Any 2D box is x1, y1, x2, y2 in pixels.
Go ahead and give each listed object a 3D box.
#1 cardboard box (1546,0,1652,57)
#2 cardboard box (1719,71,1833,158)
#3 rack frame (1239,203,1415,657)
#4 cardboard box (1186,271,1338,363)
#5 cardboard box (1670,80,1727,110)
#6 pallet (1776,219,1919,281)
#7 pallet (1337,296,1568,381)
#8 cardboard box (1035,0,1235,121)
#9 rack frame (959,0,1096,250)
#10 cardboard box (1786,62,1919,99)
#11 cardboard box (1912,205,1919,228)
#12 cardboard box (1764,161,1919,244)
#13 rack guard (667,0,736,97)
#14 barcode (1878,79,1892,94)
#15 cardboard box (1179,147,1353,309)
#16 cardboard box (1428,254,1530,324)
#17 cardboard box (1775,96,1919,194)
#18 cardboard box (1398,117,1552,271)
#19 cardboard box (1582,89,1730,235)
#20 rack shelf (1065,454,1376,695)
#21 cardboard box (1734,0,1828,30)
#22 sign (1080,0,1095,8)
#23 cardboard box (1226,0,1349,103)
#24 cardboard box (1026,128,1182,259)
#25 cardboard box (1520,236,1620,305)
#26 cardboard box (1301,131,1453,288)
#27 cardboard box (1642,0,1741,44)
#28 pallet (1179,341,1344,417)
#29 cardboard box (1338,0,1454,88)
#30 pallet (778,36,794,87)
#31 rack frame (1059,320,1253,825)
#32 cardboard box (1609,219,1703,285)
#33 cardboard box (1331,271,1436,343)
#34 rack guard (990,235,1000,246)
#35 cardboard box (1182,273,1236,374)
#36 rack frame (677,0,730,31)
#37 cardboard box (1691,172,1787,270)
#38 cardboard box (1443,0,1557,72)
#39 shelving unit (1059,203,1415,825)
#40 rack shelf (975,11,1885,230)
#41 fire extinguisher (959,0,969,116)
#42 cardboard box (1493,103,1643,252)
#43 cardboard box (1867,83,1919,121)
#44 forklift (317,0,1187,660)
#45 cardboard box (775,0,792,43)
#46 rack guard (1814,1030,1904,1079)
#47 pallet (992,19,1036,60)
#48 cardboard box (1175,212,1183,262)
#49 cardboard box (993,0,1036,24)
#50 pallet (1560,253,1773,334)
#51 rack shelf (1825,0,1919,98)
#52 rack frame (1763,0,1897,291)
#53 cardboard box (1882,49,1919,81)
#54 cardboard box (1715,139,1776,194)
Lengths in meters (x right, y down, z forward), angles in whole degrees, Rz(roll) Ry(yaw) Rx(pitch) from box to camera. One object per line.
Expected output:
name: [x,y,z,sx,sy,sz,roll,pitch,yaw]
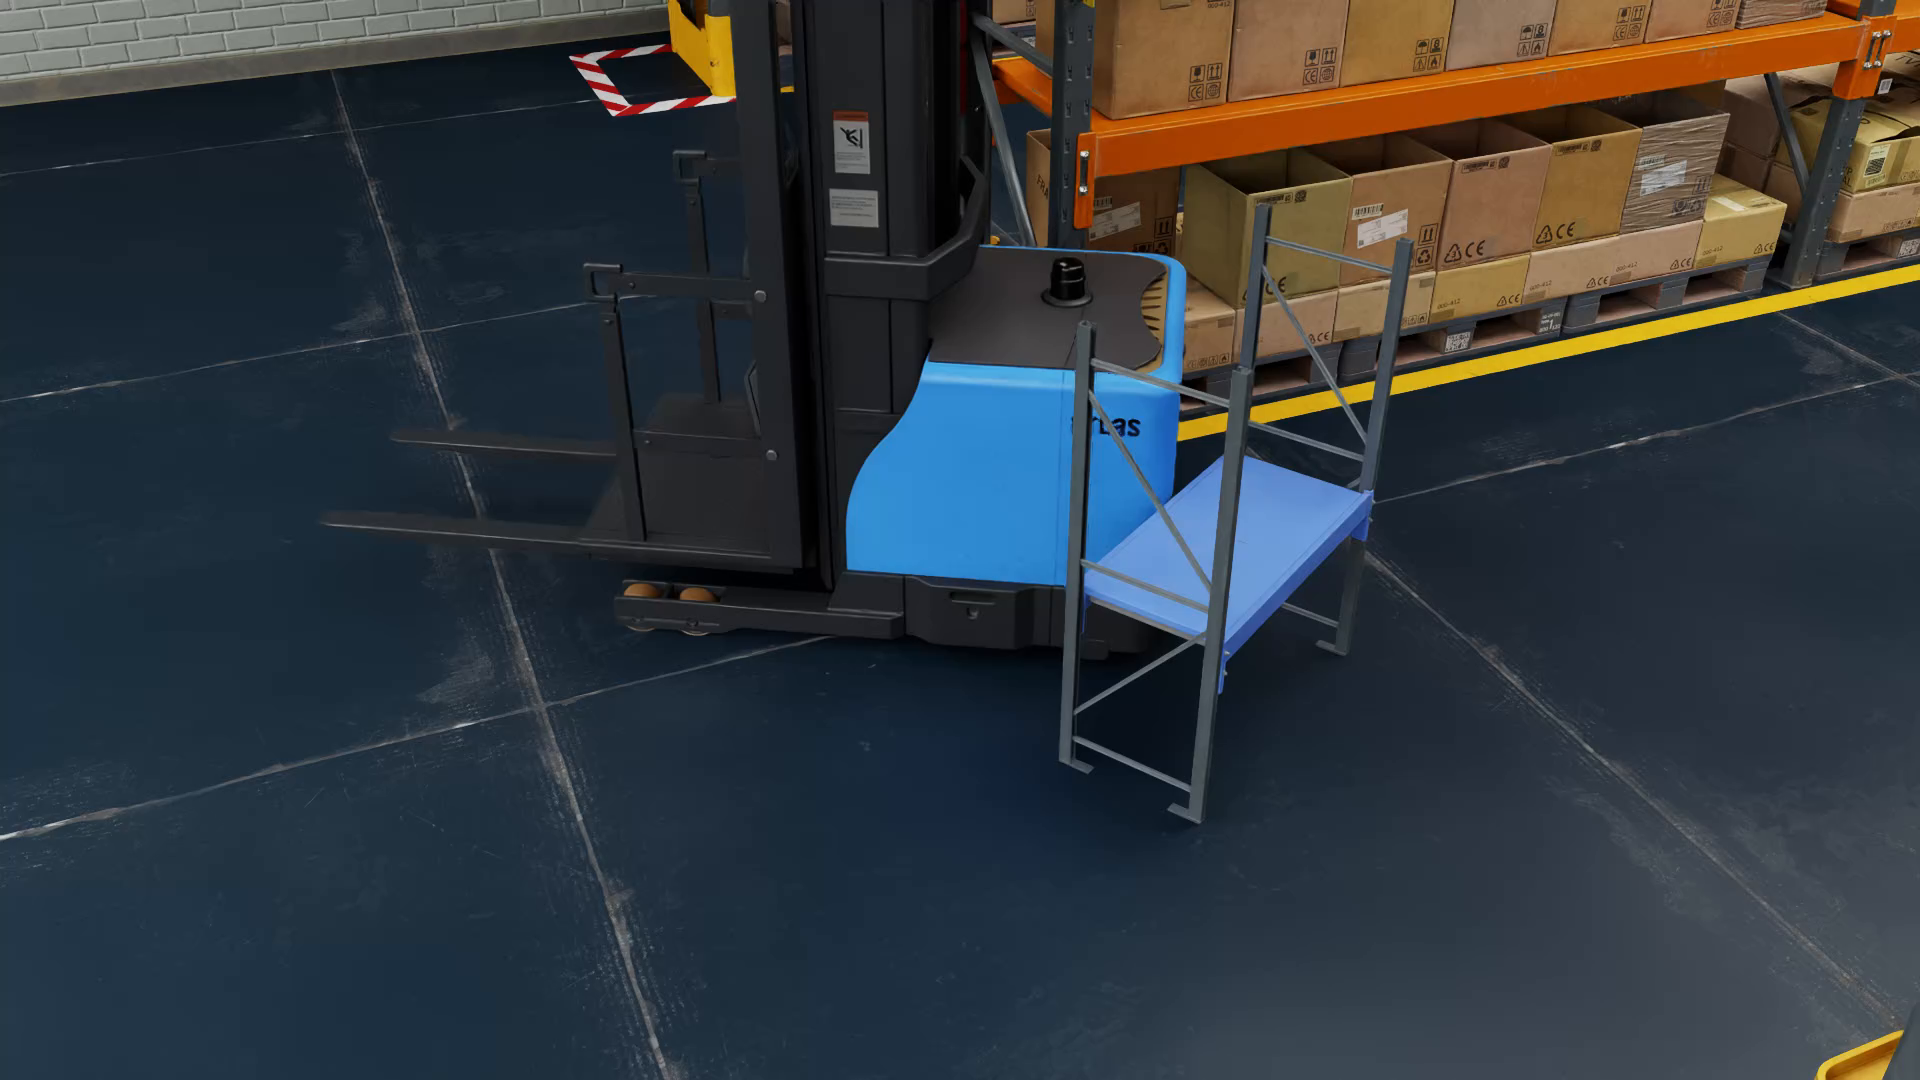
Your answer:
cardboard box: [2.568,-2.461,7.190,0.500,0.500,0.700,-12,35,-18]
cardboard box: [4.185,-2.223,8.538,0.500,0.311,0.500,-13,35,-19]
rack frame: [1.113,-0.318,5.363,0.500,1.500,0.032,21,39,29]
cardboard box: [1.275,-1.022,7.207,0.500,0.250,0.500,-13,35,-19]
cardboard box: [3.374,-2.132,8.225,0.500,0.500,0.500,-13,35,-19]
pallet: [4.587,-1.741,8.732,1.213,0.211,1.003,-13,35,-19]
pallet: [2.047,-1.159,7.838,1.213,0.211,1.003,-13,35,-19]
cardboard box: [0.670,-2.024,6.519,0.500,0.500,0.700,-13,35,-19]
rack frame: [0.235,-1.890,6.405,0.127,3.000,1.000,-13,35,-19]
cardboard box: [4.662,-2.336,8.712,0.500,0.311,0.500,-12,35,-18]
cardboard box: [4.862,-1.826,8.442,0.500,0.250,0.500,-12,35,-18]
cardboard box: [4.390,-1.719,8.277,0.500,0.250,0.500,-14,35,-20]
rack guard: [-1.616,-3.349,10.938,0.348,0.500,1.175,-13,35,-19]
barcode: [4.319,-2.118,7.763,0.075,0.075,0.001,-13,35,-19]
cardboard box: [1.275,-1.336,7.001,0.500,0.500,0.500,-13,35,-19]
cardboard box: [2.199,-1.231,7.527,0.500,0.250,0.500,-13,35,-19]
cardboard box: [4.400,-1.955,8.126,0.500,0.311,0.500,-13,35,-19]
cardboard box: [2.199,-1.545,7.322,0.500,0.500,0.500,-13,35,-19]
cardboard box: [3.114,-1.765,7.661,0.500,0.500,0.500,-13,35,-19]
rack shelf: [0.816,0.058,5.115,0.538,0.185,1.000,21,39,29]
cardboard box: [3.516,-2.680,7.526,0.500,0.500,0.700,-14,36,-20]
sign: [0.444,-2.006,5.716,0.005,0.325,0.100,-13,35,-19]
cardboard box: [1.152,-2.137,6.693,0.500,0.500,0.700,-12,35,-18]
cardboard box: [0.614,-1.491,7.239,0.500,0.500,0.500,-13,35,-19]
cardboard box: [2.660,-1.337,7.690,0.500,0.250,0.500,-13,35,-19]
cardboard box: [1.731,-1.448,7.173,0.500,0.500,0.500,-13,35,-19]
cardboard box: [3.032,-2.565,7.350,0.500,0.500,0.700,-13,35,-19]
pallet: [0.923,-0.904,7.445,1.213,0.211,1.003,-13,35,-19]
cardboard box: [1.612,-2.239,6.850,0.500,0.500,0.700,-13,35,-19]
pallet: [-0.854,-3.381,11.253,1.213,0.211,1.003,-13,35,-19]
rack frame: [0.520,0.133,4.671,0.500,1.500,0.032,21,39,29]
cardboard box: [3.115,-1.450,7.864,0.500,0.250,0.500,-13,35,-19]
cardboard box: [1.736,-1.128,7.369,0.500,0.250,0.500,-13,35,-19]
rack guard: [0.212,-0.837,7.078,0.348,0.500,1.175,-13,35,-19]
cardboard box: [0.815,-0.915,7.042,0.500,0.250,0.500,-13,35,-19]
rack frame: [-1.687,-4.380,10.232,0.127,3.000,1.000,-13,35,-19]
cardboard box: [3.580,-1.550,8.018,0.500,0.250,0.500,-13,35,-19]
cardboard box: [2.096,-2.352,7.023,0.500,0.500,0.700,-12,35,-18]
shelving unit: [0.816,-0.092,5.017,0.538,1.500,1.048,21,39,29]
rack shelf: [2.079,-2.011,7.250,4.000,0.370,1.077,-13,35,-19]
fire extinguisher: [-0.054,-2.066,6.746,0.183,0.674,0.296,-13,35,-19]
cardboard box: [2.655,-1.657,7.496,0.500,0.500,0.500,-13,35,-19]
cardboard box: [4.864,-2.058,8.285,0.500,0.311,0.500,-13,35,-19]
forklift: [-0.756,-1.177,5.372,3.031,2.935,1.130,4,33,6]
cardboard box: [-1.014,-3.539,11.000,0.500,0.311,0.500,-17,37,-24]
rack guard: [2.201,1.610,3.318,0.348,0.500,1.175,-13,35,-19]
pallet: [0.269,-3.637,11.646,1.213,0.211,1.003,-13,35,-19]
cardboard box: [1.071,-1.287,7.614,0.500,0.250,0.500,-13,35,-19]
cardboard box: [0.208,-3.868,11.333,0.500,0.500,0.700,-15,36,-22]
pallet: [3.173,-1.419,8.237,1.213,0.211,1.003,-13,35,-19]
rack shelf: [5.767,-2.855,8.548,4.000,0.370,1.077,-13,35,-19]
rack frame: [3.923,-2.735,7.702,0.127,3.000,1.000,-13,35,-19]
cardboard box: [5.123,-2.440,8.872,0.500,0.311,0.500,-13,35,-19]
cardboard box: [4.193,-1.991,8.696,0.500,0.250,0.500,-13,35,-19]
